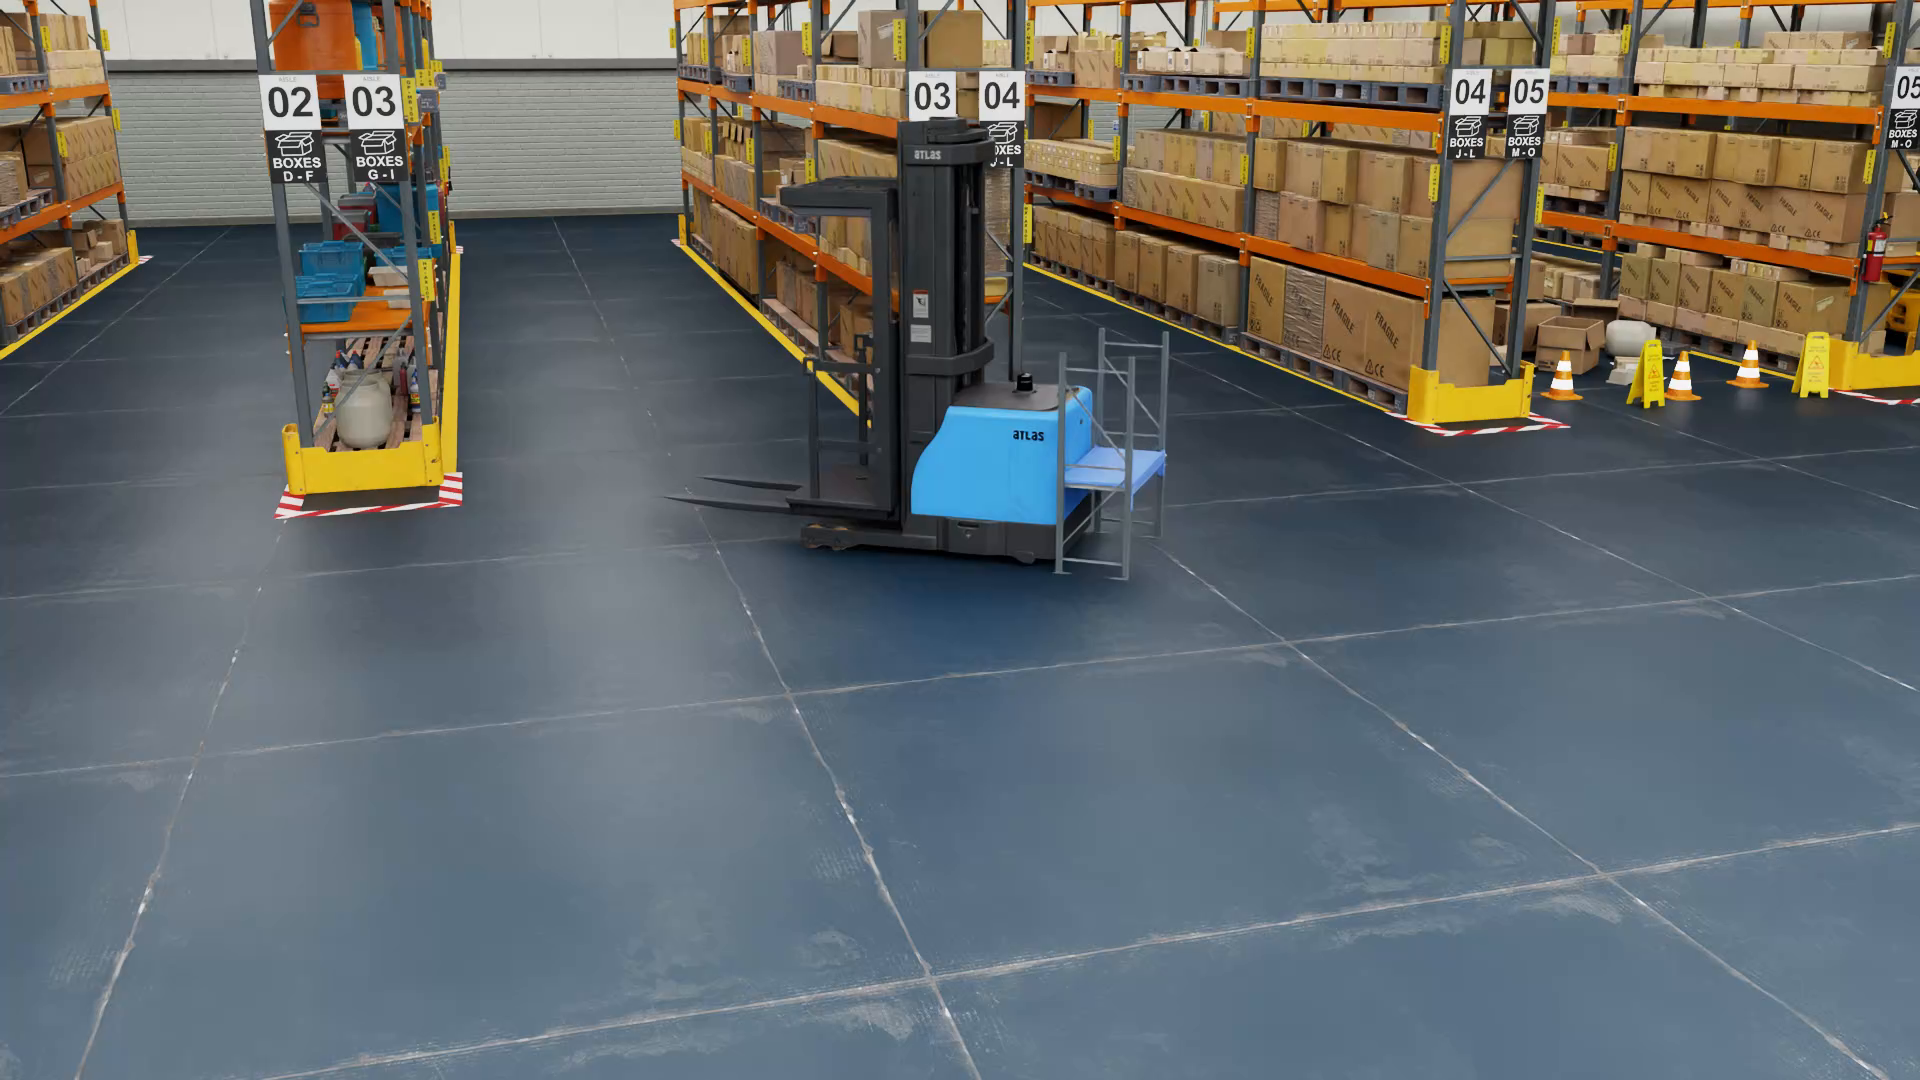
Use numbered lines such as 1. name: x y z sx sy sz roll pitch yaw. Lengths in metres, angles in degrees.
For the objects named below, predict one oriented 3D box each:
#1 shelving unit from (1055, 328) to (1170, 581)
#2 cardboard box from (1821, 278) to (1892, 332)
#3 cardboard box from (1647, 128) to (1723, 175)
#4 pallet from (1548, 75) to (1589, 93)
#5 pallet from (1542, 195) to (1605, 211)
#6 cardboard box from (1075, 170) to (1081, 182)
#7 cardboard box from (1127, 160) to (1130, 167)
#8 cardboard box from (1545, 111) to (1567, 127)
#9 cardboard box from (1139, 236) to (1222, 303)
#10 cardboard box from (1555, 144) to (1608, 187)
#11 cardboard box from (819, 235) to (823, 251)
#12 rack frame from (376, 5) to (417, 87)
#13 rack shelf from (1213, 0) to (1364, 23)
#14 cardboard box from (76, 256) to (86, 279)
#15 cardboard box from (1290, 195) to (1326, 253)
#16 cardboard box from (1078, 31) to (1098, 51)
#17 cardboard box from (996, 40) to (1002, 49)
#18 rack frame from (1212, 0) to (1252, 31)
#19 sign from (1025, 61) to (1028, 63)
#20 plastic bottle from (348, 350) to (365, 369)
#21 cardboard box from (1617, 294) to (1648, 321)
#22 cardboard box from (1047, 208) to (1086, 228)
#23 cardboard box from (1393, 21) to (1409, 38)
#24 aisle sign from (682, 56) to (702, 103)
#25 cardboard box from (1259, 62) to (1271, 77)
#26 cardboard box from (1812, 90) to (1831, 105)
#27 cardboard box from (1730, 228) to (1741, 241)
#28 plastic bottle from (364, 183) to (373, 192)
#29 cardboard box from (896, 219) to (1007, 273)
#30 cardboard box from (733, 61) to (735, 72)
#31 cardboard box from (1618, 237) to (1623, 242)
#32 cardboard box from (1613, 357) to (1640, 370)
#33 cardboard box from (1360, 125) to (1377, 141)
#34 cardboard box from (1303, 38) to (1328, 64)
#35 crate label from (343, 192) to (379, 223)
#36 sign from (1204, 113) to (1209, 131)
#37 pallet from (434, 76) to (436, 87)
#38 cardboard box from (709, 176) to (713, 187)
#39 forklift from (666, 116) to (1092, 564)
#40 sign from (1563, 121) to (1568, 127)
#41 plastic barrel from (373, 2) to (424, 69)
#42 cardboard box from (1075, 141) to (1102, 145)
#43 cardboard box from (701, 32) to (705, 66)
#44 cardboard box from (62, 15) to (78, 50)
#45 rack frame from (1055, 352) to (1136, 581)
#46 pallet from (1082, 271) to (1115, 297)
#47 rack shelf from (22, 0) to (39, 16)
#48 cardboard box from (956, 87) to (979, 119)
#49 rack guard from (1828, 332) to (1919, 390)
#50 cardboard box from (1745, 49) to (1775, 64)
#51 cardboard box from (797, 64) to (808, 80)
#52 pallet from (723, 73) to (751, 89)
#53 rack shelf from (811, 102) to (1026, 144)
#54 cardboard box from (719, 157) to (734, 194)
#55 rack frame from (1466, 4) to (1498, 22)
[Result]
1. shelving unit: 1.050 -0.611 11.380 0.538 1.500 1.048 6 18 18
2. cardboard box: 9.611 -2.535 17.923 0.500 0.500 0.500 -5 18 -17
3. cardboard box: 8.506 -4.534 19.402 0.700 0.500 0.500 -5 17 -15
4. pallet: 8.119 -5.959 21.688 1.213 0.211 1.003 -5 17 -15
5. pallet: 7.959 -4.617 22.441 1.003 0.211 1.213 -5 17 -15
6. cardboard box: 1.864 -5.224 23.835 0.380 0.149 0.250 -5 17 -16
7. cardboard box: 2.551 -5.355 23.754 0.380 0.149 0.250 -5 18 -17
8. cardboard box: 10.894 -7.615 30.531 0.500 0.500 0.500 -5 17 -17
9. cardboard box: 2.968 -3.540 21.704 1.050 0.750 0.750 -4 17 -14
10. cardboard box: 7.990 -4.785 21.245 0.500 0.500 0.500 -5 17 -15
11. cardboard box: -1.284 -3.159 17.692 0.380 0.149 0.250 -5 17 -15
12. rack frame: -5.816 -5.845 15.767 1.000 3.000 0.127 -5 17 -15
13. rack shelf: 5.726 -9.250 29.048 1.077 0.370 4.000 -5 17 -15
14. cardboard box: -12.686 -3.850 23.463 0.500 0.311 0.500 -5 17 -15
15. cardboard box: 4.064 -3.389 17.759 0.875 0.550 0.550 -5 17 -15
16. cardboard box: 1.909 -7.130 23.756 0.396 0.266 0.258 -5 17 -15
17. cardboard box: 0.815 -8.156 27.374 0.380 0.149 0.250 -5 17 -16
18. rack frame: 5.177 -10.339 30.729 1.000 3.000 0.127 -5 17 -15
19. sign: 1.025 -7.579 25.857 0.100 0.325 0.005 -5 17 -15
20. plastic bottle: -5.855 -1.669 16.133 0.144 0.351 0.185 -5 17 -15
21. cardboard box: 8.377 -2.846 20.263 0.500 0.250 0.500 -6 18 -18
22. cardboard box: 1.642 -4.931 25.464 0.500 0.250 0.500 -4 17 -14
23. cardboard box: 4.286 -4.774 15.565 0.380 0.149 0.250 -4 17 -14
24. aisle sign: -4.660 -7.923 28.597 0.394 0.787 0.004 -5 17 -15
25. cardboard box: 3.516 -5.165 18.251 0.380 0.149 0.250 -5 17 -16
26. cardboard box: 9.067 -4.575 17.192 0.380 0.149 0.250 -4 17 -14
27. cardboard box: 8.864 -3.431 18.595 0.380 0.149 0.250 -5 17 -15
28. plastic bottle: -7.754 -4.496 21.791 0.144 0.351 0.185 -5 17 -15
29. cardboard box: -0.079 -2.601 14.707 0.875 0.500 0.500 -5 17 -15
30. cardboard box: -2.987 -6.669 23.434 0.380 0.149 0.250 -5 18 -18
31. cardboard box: 11.253 -5.320 28.065 0.500 0.500 0.500 -5 17 -17
32. cardboard box: 7.272 -1.877 17.943 0.380 0.149 0.250 4 17 13
33. cardboard box: 6.571 -6.322 25.871 0.500 0.500 0.500 -5 17 -16
34. cardboard box: 3.887 -5.047 17.166 0.500 0.250 0.500 -5 17 -16
35. crate label: -6.902 -3.799 19.322 0.502 0.435 0.616 -5 17 -15
36. sign: 4.642 -7.876 31.316 0.100 0.325 0.005 -5 17 -15
37. pallet: -7.032 -5.643 20.639 1.003 0.211 1.213 -5 17 -15
38. cardboard box: -3.651 -5.514 25.531 0.380 0.149 0.250 -5 17 -15
39. forklift: -0.618 -1.467 11.741 3.031 2.935 1.130 5 17 16
40. sign: 10.528 -7.122 28.944 0.100 0.325 0.005 -5 17 -15
41. plastic barrel: -7.398 -6.602 21.901 0.600 0.901 0.708 -5 17 -15
42. cardboard box: 1.986 -6.064 25.599 0.380 0.149 0.250 -5 18 -17
43. cardboard box: -3.669 -7.670 25.981 0.700 0.500 0.500 -4 17 -12
44. cardboard box: -13.424 -7.448 24.406 0.700 0.500 0.500 -5 17 -15
45. rack frame: 0.884 -0.473 10.920 0.500 1.500 0.032 6 18 18
46. pallet: 2.430 -3.714 23.950 1.003 0.211 1.213 -5 17 -15
47. rack shelf: -12.229 -6.578 20.153 1.077 0.370 4.000 -5 17 -15
48. cardboard box: 0.162 -3.775 14.352 0.500 0.250 0.500 -4 17 -14
49. rack guard: 9.553 -1.864 17.288 1.175 0.500 0.348 -5 17 -15
50. cardboard box: 8.743 -5.230 17.985 0.380 0.149 0.250 -4 17 -14
51. cardboard box: -1.665 -5.399 19.175 0.380 0.166 0.250 -5 17 -17
52. pallet: -2.691 -6.298 22.820 1.003 0.211 1.213 -4 17 -13
53. rack shelf: -0.504 -3.902 15.764 1.077 0.370 4.000 -5 17 -15
54. cardboard box: -3.227 -5.338 24.334 0.500 0.500 0.500 -5 17 -15
55. rack frame: 9.948 -10.732 32.039 1.000 3.000 0.127 -5 17 -15
